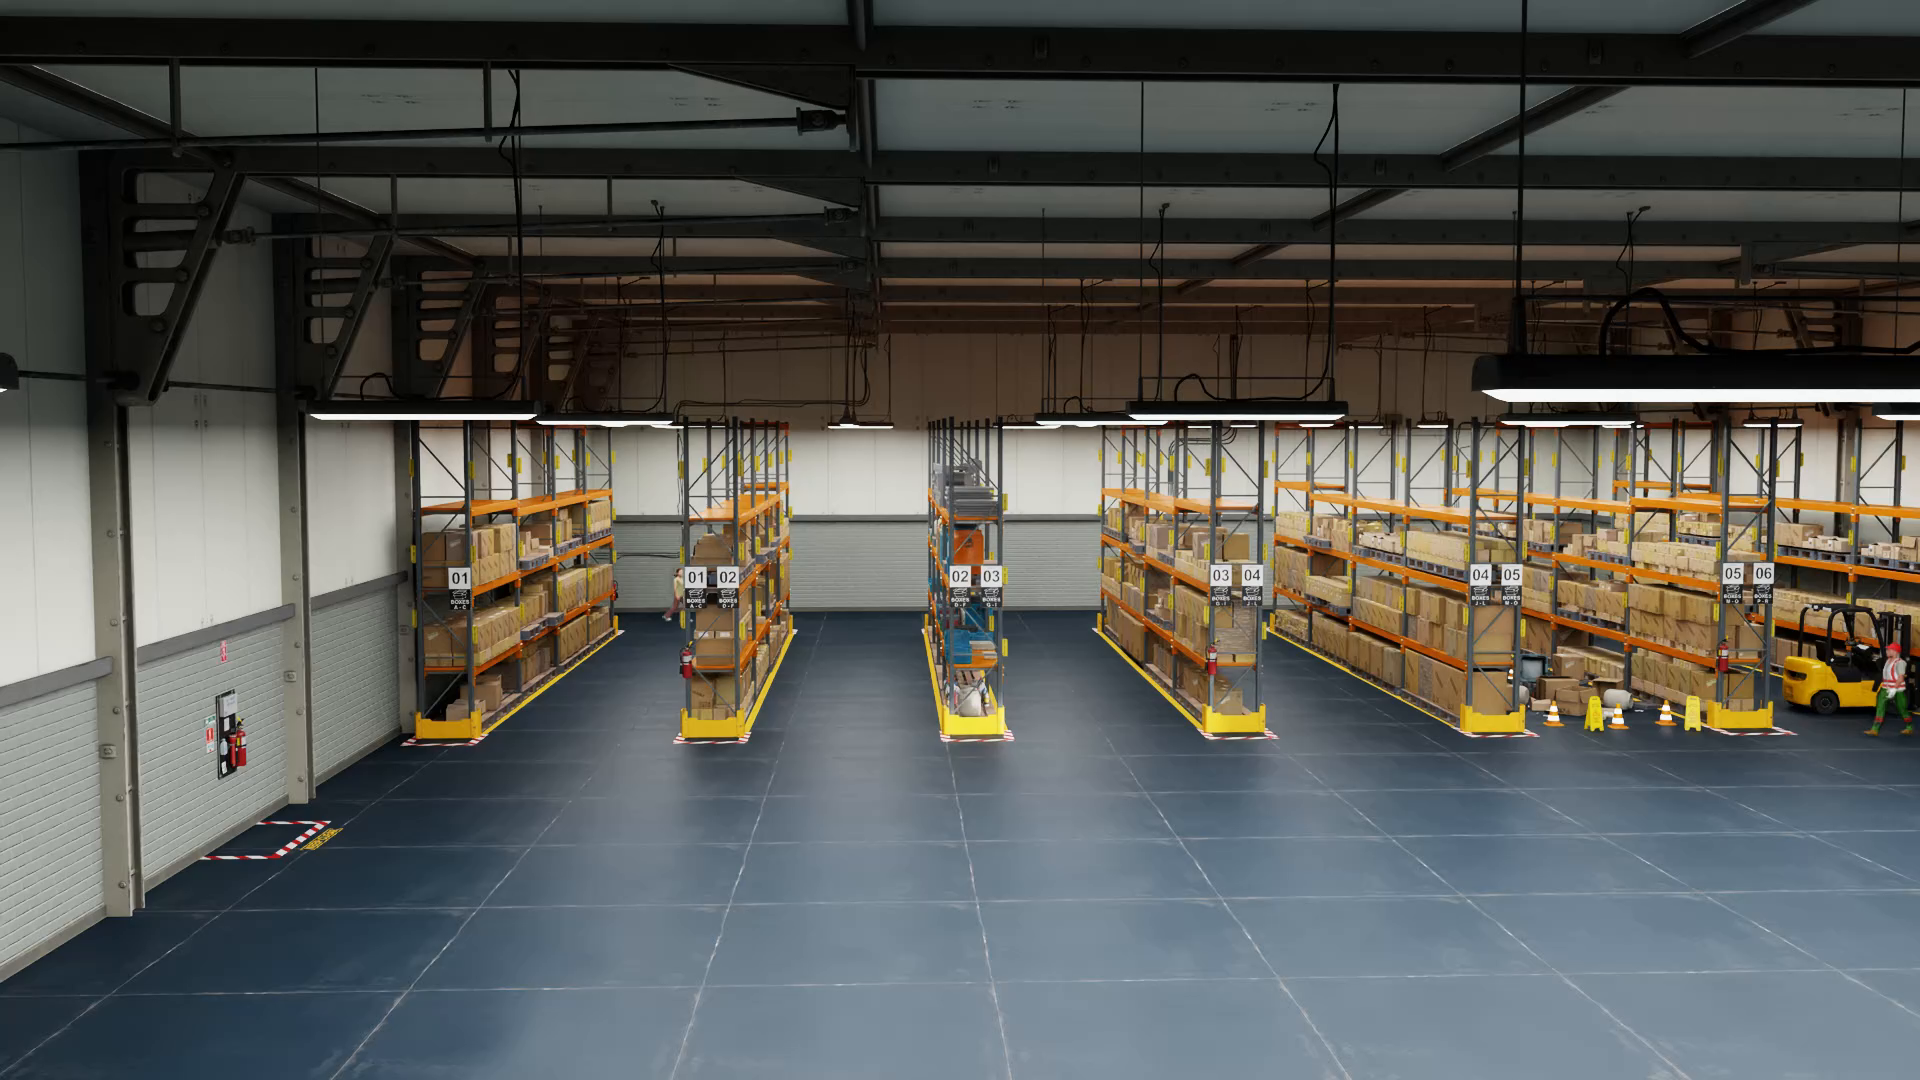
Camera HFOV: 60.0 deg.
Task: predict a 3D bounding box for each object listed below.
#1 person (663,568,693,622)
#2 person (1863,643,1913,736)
[{"bbox_3d":[-8.415,1.660,49.695,0.940,1.634,0.516,1,4,20],"label":"person"},{"bbox_3d":[17.449,2.806,31.123,1.014,1.749,0.494,-2,4,-24],"label":"person"}]
